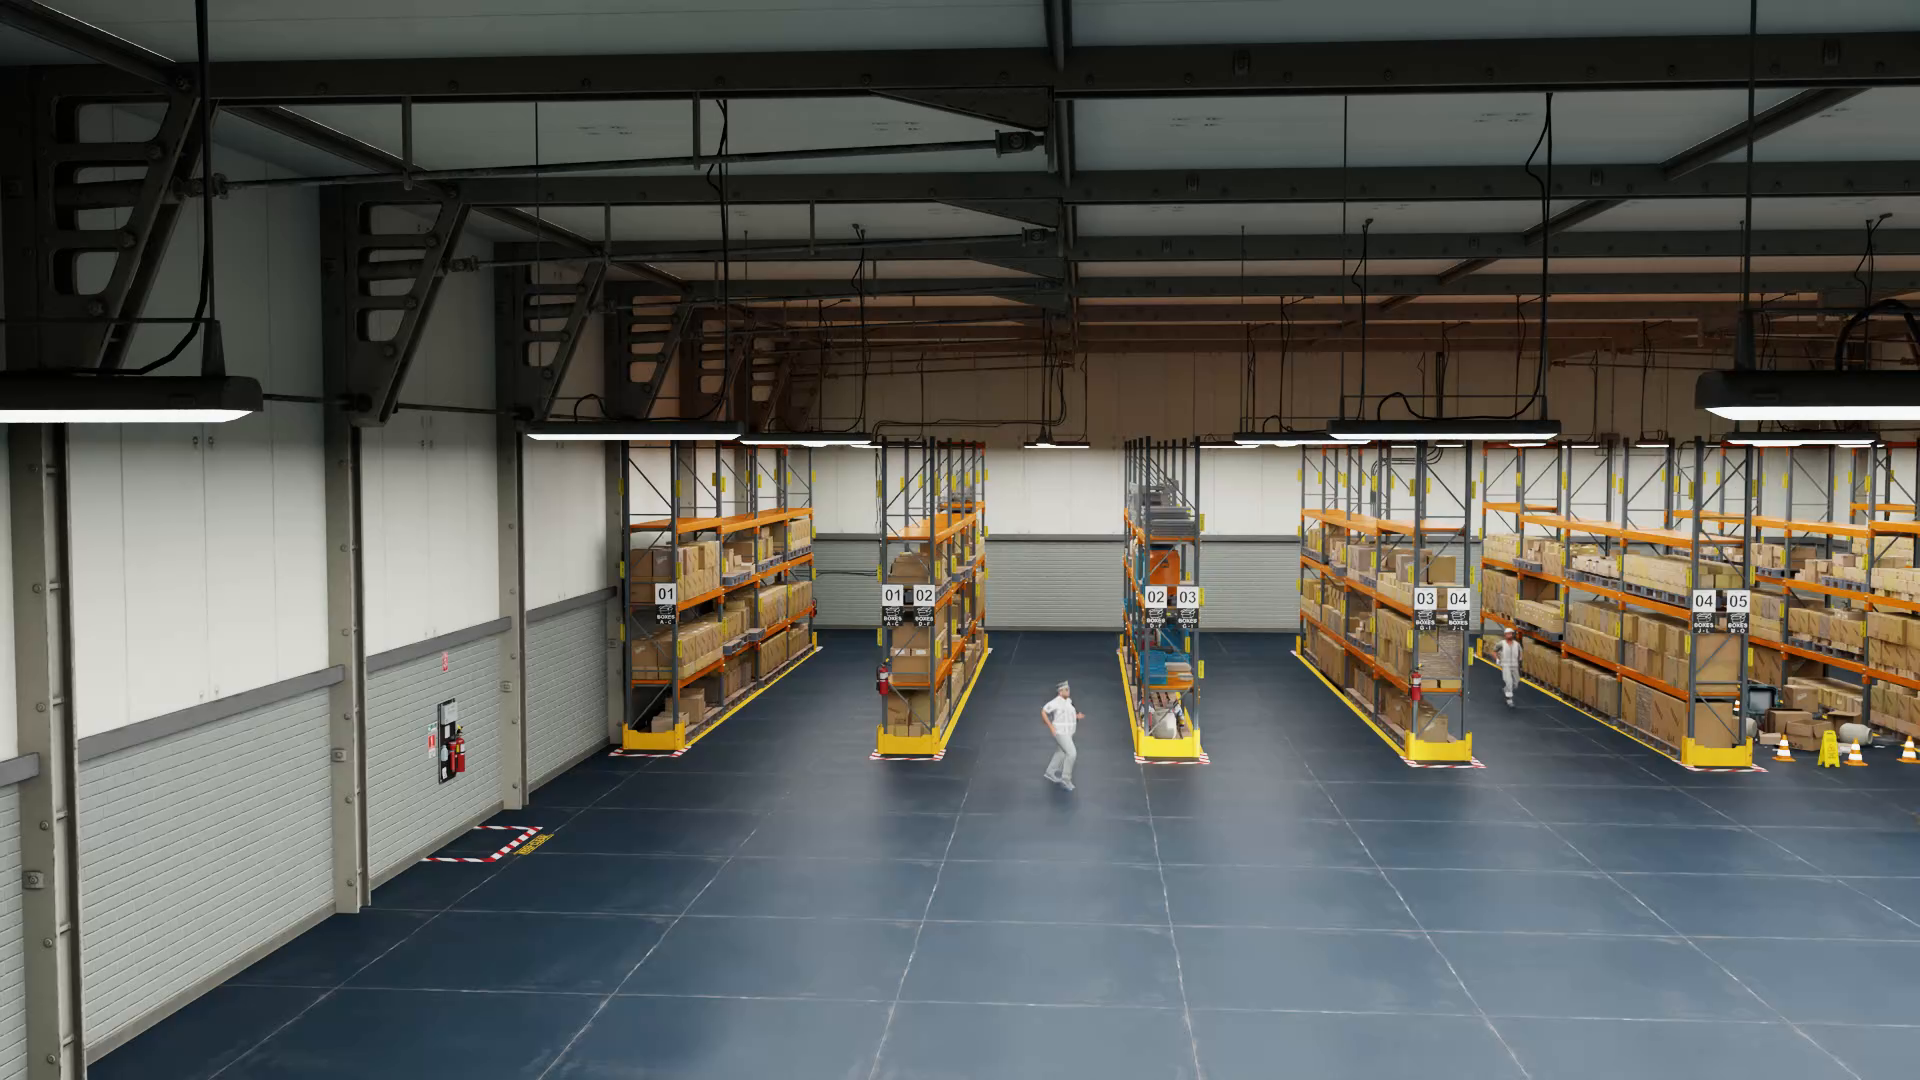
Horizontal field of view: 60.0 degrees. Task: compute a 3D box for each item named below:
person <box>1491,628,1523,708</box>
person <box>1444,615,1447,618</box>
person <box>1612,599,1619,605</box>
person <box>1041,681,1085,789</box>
[{"bbox_3d":[12.296,2.850,37.282,0.668,1.759,0.856,0,3,-3],"label":"person"},{"bbox_3d":[13.182,2.357,46.354,0.934,1.789,0.767,-3,4,-41],"label":"person"},{"bbox_3d":[18.742,2.381,47.454,0.868,1.645,0.606,1,3,11],"label":"person"},{"bbox_3d":[1.764,3.328,28.360,0.776,1.853,0.628,2,3,27],"label":"person"}]
